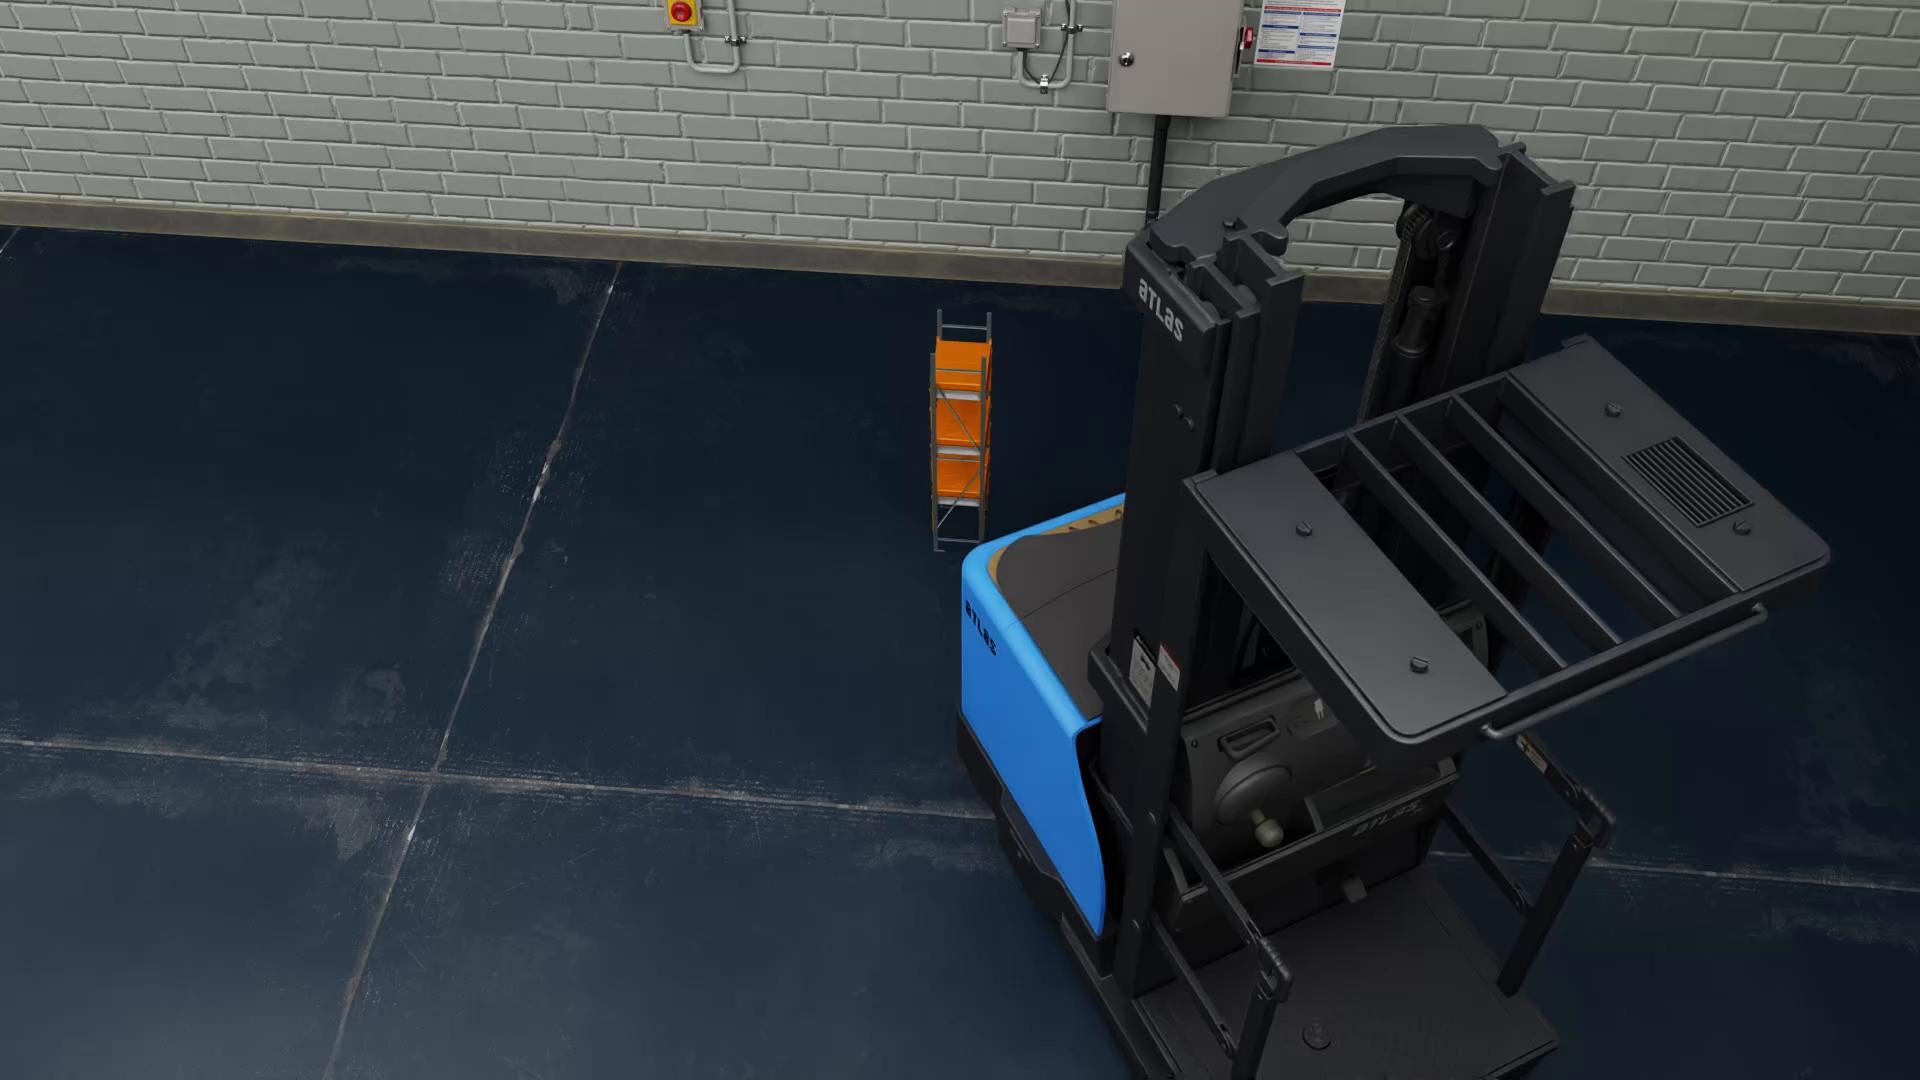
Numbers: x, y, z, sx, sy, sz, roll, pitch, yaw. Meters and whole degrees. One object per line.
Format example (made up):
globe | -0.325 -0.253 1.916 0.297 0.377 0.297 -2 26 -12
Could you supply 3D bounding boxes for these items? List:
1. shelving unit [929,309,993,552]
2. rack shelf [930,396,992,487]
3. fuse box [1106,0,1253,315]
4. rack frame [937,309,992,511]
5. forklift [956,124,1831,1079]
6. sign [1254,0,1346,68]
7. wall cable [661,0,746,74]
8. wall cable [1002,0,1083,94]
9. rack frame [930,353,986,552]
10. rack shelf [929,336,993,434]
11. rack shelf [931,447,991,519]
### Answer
shelving unit | 0.005 -0.394 6.399 0.215 1.050 0.252 4 48 4
rack shelf | 0.005 -0.387 6.406 0.215 0.259 0.240 4 48 4
fuse box | 0.876 -1.617 7.069 0.539 1.711 0.414 4 48 4
rack frame | 0.016 -0.483 6.481 0.200 1.050 0.008 4 48 4
forklift | 1.087 0.594 4.220 1.130 2.935 3.031 -20 51 -17
sign | 1.386 -2.138 6.737 0.329 0.494 0.001 4 48 4
wall cable | -1.203 -2.653 6.434 0.585 1.953 0.123 4 48 4
wall cable | 0.211 -2.556 6.366 0.588 1.984 0.122 4 48 4
rack frame | -0.006 -0.304 6.317 0.200 1.050 0.008 4 48 4
rack shelf | 0.005 -0.578 6.197 0.215 0.259 0.240 4 48 4
rack shelf | 0.005 -0.199 6.611 0.215 0.259 0.240 4 48 4
